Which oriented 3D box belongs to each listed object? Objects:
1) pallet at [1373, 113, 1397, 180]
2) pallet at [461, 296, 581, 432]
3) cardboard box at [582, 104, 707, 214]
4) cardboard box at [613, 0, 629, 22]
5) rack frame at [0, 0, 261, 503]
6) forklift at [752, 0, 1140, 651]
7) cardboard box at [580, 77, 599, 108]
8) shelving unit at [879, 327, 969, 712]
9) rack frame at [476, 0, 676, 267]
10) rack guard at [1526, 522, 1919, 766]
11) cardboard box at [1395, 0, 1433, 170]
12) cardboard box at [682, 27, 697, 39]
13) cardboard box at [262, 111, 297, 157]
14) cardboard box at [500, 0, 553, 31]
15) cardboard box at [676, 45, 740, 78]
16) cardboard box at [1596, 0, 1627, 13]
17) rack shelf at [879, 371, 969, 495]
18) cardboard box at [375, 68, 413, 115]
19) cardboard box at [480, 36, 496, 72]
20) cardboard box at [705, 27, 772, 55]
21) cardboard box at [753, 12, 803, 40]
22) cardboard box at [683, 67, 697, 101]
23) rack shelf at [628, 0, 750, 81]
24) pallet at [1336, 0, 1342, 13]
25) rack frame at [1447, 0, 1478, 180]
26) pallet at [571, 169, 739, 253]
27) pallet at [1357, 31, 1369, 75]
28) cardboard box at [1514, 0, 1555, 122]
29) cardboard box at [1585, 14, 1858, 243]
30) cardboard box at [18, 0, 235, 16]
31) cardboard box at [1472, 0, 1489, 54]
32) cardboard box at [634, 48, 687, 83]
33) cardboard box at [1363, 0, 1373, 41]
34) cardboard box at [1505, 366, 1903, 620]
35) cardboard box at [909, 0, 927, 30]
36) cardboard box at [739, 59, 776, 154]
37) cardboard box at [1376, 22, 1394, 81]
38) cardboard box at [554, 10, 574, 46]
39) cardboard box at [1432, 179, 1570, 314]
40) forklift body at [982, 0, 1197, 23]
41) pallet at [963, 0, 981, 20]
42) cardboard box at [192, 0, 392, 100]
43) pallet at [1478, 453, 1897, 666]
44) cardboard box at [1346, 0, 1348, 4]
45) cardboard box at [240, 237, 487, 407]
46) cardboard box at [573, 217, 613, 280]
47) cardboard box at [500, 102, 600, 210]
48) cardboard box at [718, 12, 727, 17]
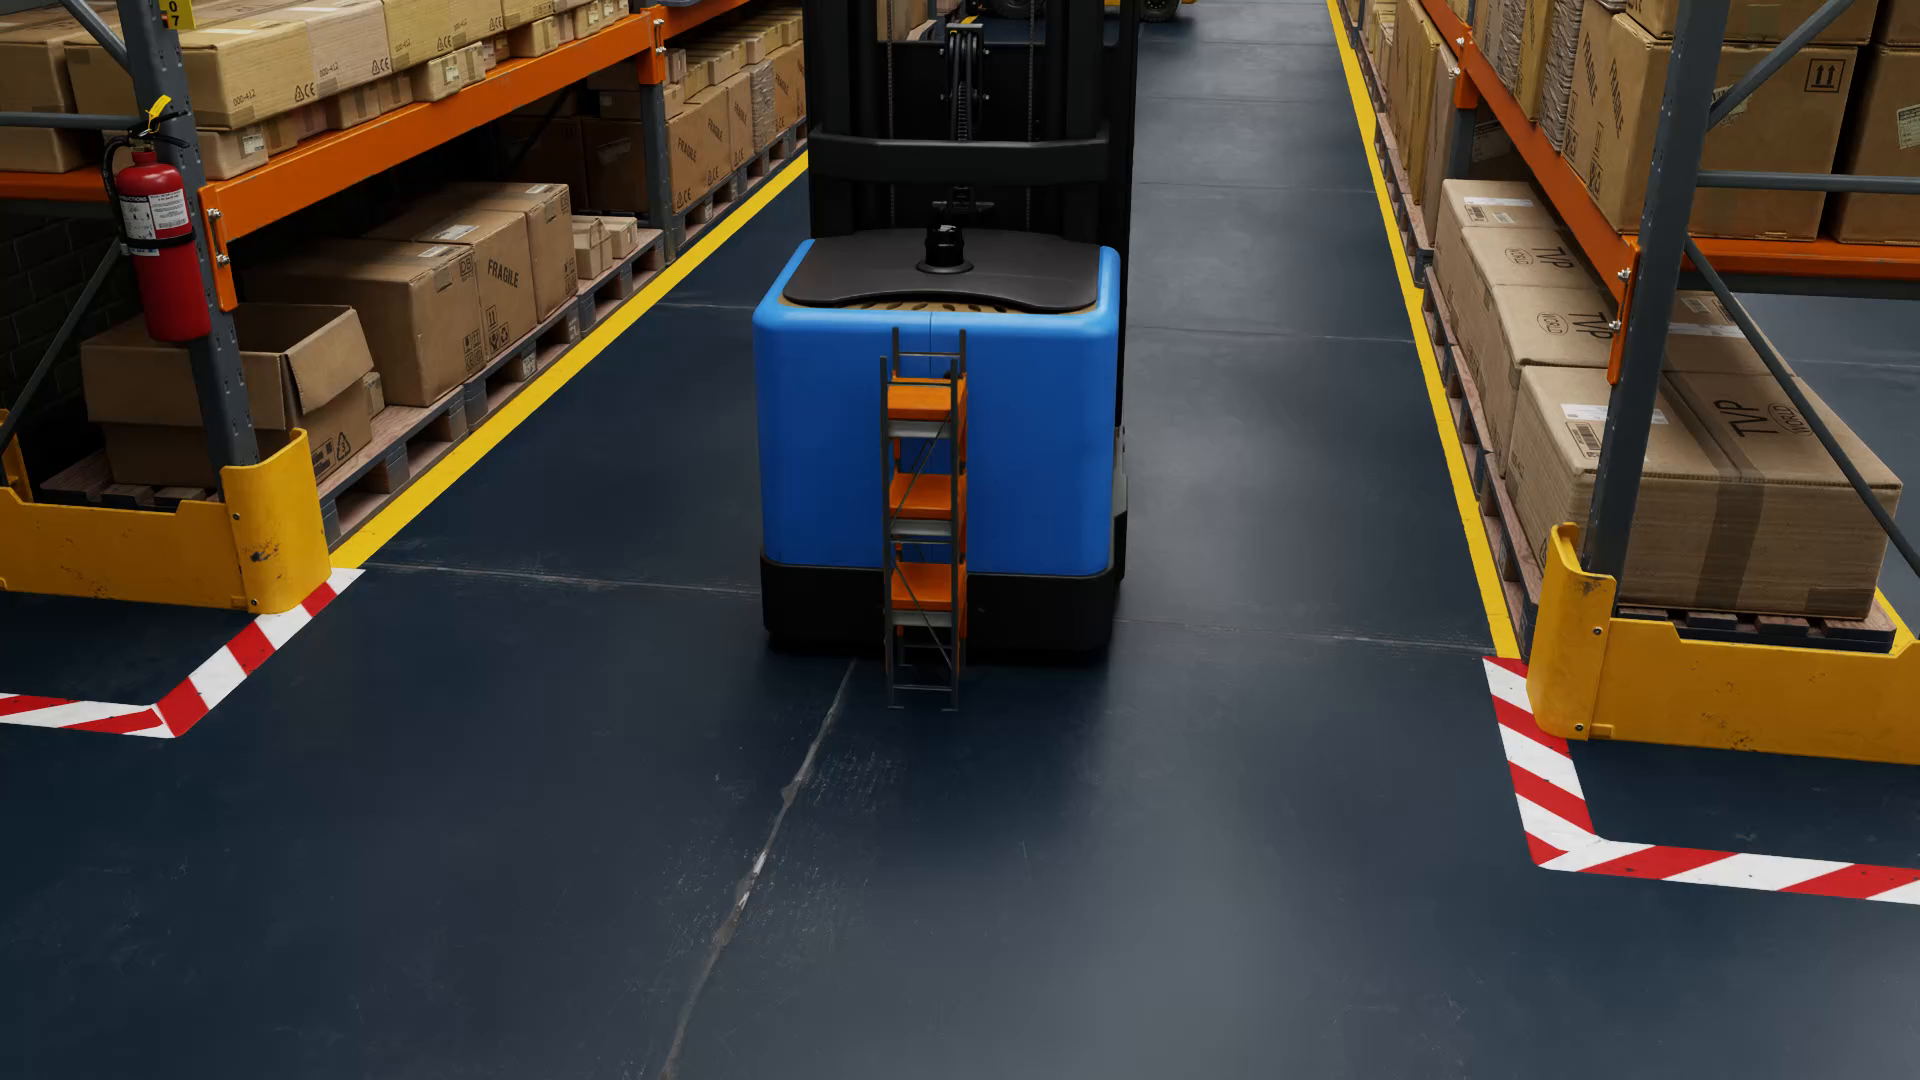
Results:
[{"bbox_3d":[3.315,-2.615,11.089,1.003,0.211,1.213,4,25,9],"label":"pallet"},{"bbox_3d":[-2.343,-0.810,7.233,1.003,0.211,1.213,4,25,9],"label":"pallet"},{"bbox_3d":[-1.732,-2.117,9.188,0.500,0.500,0.500,5,26,11],"label":"cardboard box"},{"bbox_3d":[-1.836,-2.608,8.079,0.380,0.149,0.250,4,25,9],"label":"cardboard box"},{"bbox_3d":[-2.687,-1.199,4.774,1.000,3.000,0.127,4,25,9],"label":"rack frame"},{"bbox_3d":[0.058,-1.591,5.692,1.130,2.935,3.031,2,25,5],"label":"forklift"},{"bbox_3d":[-2.220,-2.509,9.259,0.380,0.149,0.250,4,25,9],"label":"cardboard box"},{"bbox_3d":[-0.095,-0.045,4.608,0.215,1.050,0.252,2,25,5],"label":"shelving unit"},{"bbox_3d":[-2.033,-2.872,8.348,1.000,3.000,0.127,4,25,9],"label":"rack frame"},{"bbox_3d":[2.207,0.285,4.551,1.175,0.500,0.348,4,25,9],"label":"rack guard"},{"bbox_3d":[3.173,-2.775,10.151,0.875,0.875,0.875,4,25,9],"label":"cardboard box"},{"bbox_3d":[-1.935,-3.262,10.869,0.380,0.149,0.250,3,25,7],"label":"cardboard box"},{"bbox_3d":[-2.367,-1.314,5.314,0.380,0.149,0.250,5,25,10],"label":"cardboard box"},{"bbox_3d":[-2.038,-2.291,6.932,0.500,0.250,0.500,4,25,8],"label":"cardboard box"},{"bbox_3d":[-1.561,-2.906,10.109,0.380,0.149,0.250,5,26,10],"label":"cardboard box"},{"bbox_3d":[2.111,-1.794,4.747,0.500,0.500,0.500,4,25,9],"label":"cardboard box"},{"bbox_3d":[-0.095,-0.292,4.492,0.215,0.259,0.240,2,25,5],"label":"rack shelf"},{"bbox_3d":[-2.218,-1.639,6.009,0.380,0.149,0.250,4,25,9],"label":"cardboard box"},{"bbox_3d":[-2.106,-1.964,6.703,0.380,0.149,0.250,4,25,8],"label":"cardboard box"},{"bbox_3d":[-1.439,-3.238,10.817,0.380,0.149,0.250,4,25,8],"label":"cardboard box"},{"bbox_3d":[-1.224,-3.557,11.498,0.380,0.149,0.250,3,25,6],"label":"cardboard box"},{"bbox_3d":[-1.712,-2.585,9.423,0.380,0.149,0.250,3,25,6],"label":"cardboard box"},{"bbox_3d":[-1.706,-3.383,10.288,1.077,0.370,4.000,4,25,9],"label":"rack shelf"},{"bbox_3d":[4.645,-5.917,18.141,1.003,0.211,1.213,4,25,9],"label":"pallet"},{"bbox_3d":[2.864,-2.530,7.617,1.000,3.000,0.127,4,25,9],"label":"rack frame"},{"bbox_3d":[-1.938,-1.952,9.672,1.003,0.211,1.213,4,25,9],"label":"pallet"},{"bbox_3d":[4.046,-4.287,14.660,1.003,0.211,1.213,4,25,9],"label":"pallet"},{"bbox_3d":[2.271,-1.764,5.862,0.500,0.500,0.500,5,26,10],"label":"cardboard box"},{"bbox_3d":[2.028,-1.122,4.492,0.500,0.500,0.500,4,25,9],"label":"cardboard box"},{"bbox_3d":[-2.788,-1.693,5.654,0.500,0.250,0.500,4,25,9],"label":"cardboard box"},{"bbox_3d":[2.529,-2.397,7.215,0.500,0.500,0.500,5,26,10],"label":"cardboard box"},{"bbox_3d":[-1.717,-2.602,9.109,0.380,0.149,0.250,3,25,6],"label":"cardboard box"},{"bbox_3d":[4.088,-4.656,14.764,0.950,0.372,0.625,4,25,9],"label":"cardboard box"},{"bbox_3d":[2.220,-0.170,5.101,0.875,0.438,0.875,3,25,7],"label":"cardboard box"},{"bbox_3d":[-0.800,-5.114,15.443,0.875,0.625,0.625,5,26,11],"label":"cardboard box"},{"bbox_3d":[-1.478,-2.765,10.573,0.500,0.500,0.500,3,25,7],"label":"cardboard box"},{"bbox_3d":[3.733,-3.748,12.823,0.950,0.372,0.625,4,25,8],"label":"cardboard box"},{"bbox_3d":[-1.946,-2.279,7.377,0.380,0.149,0.250,5,25,10],"label":"cardboard box"},{"bbox_3d":[2.656,-1.305,7.526,0.875,0.438,0.875,4,25,8],"label":"cardboard box"},{"bbox_3d":[1.418,-6.587,17.286,2.313,2.155,1.214,4,25,9],"label":"forklift body"},{"bbox_3d":[-0.357,-5.797,17.885,1.003,0.211,1.213,4,25,9],"label":"pallet"},{"bbox_3d":[-2.265,-1.648,5.559,0.500,0.250,0.500,4,25,9],"label":"cardboard box"},{"bbox_3d":[2.264,0.066,5.360,1.003,0.211,1.213,4,25,9],"label":"pallet"},{"bbox_3d":[4.168,-5.522,16.758,0.500,0.250,0.500,4,25,9],"label":"cardboard box"},{"bbox_3d":[-2.315,-0.862,6.505,0.700,0.500,0.500,5,26,11],"label":"cardboard box"},{"bbox_3d":[-1.893,-1.422,7.978,0.396,0.266,0.258,5,26,10],"label":"cardboard box"},{"bbox_3d":[-2.245,-2.156,9.271,0.500,0.500,0.500,4,25,8],"label":"cardboard box"},{"bbox_3d":[-1.842,-3.591,11.572,0.380,0.149,0.250,5,26,10],"label":"cardboard box"}]
